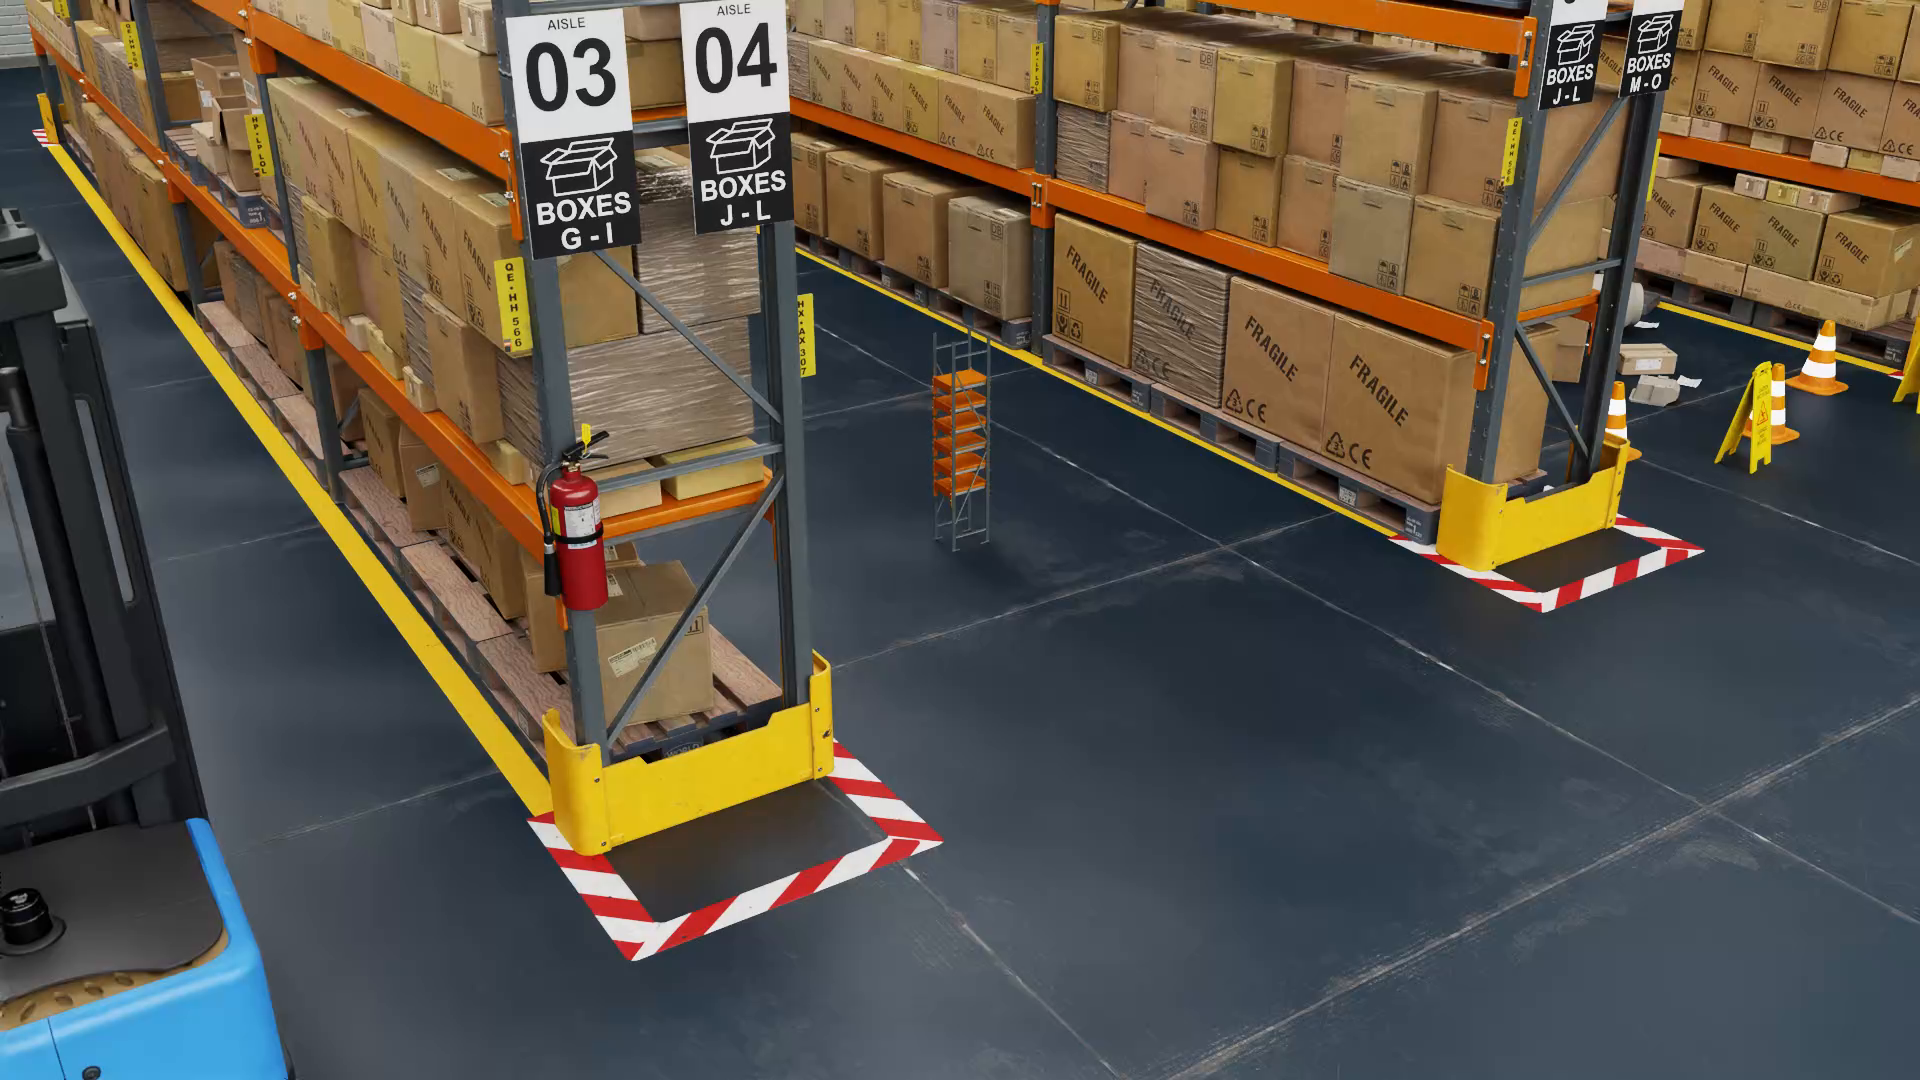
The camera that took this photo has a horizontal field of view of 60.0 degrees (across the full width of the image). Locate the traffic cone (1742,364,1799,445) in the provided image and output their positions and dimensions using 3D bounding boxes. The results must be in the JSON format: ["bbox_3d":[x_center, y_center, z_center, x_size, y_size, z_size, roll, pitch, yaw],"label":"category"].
[{"bbox_3d":[5.184,-0.898,10.610,0.336,0.463,0.334,-16,29,-30],"label":"traffic cone"}]

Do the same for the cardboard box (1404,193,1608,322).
[{"bbox_3d":[2.911,-1.572,8.891,0.875,0.550,0.550,-16,29,-30],"label":"cardboard box"}]

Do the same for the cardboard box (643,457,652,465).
[{"bbox_3d":[-1.135,-0.400,6.879,0.380,0.149,0.250,-16,29,-30],"label":"cardboard box"}]

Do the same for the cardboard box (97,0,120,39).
[{"bbox_3d":[-6.889,-4.579,14.144,0.797,0.503,0.637,-15,29,-29],"label":"cardboard box"}]

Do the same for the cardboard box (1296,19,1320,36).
[{"bbox_3d":[3.465,-4.961,16.048,0.380,0.149,0.250,-14,29,-27],"label":"cardboard box"}]

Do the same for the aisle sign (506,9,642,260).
[{"bbox_3d":[-1.276,-1.346,5.543,0.394,0.787,0.004,-16,29,-30],"label":"aisle sign"}]

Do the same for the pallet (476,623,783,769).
[{"bbox_3d":[-1.514,0.672,7.578,1.003,0.211,1.213,-16,29,-30],"label":"pallet"}]

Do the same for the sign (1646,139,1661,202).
[{"bbox_3d":[3.620,-1.937,8.732,0.100,0.325,0.005,-16,29,-30],"label":"sign"}]

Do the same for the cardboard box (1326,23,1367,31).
[{"bbox_3d":[3.781,-5.034,15.443,0.500,0.500,0.500,-17,30,-31],"label":"cardboard box"}]

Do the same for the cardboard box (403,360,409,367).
[{"bbox_3d":[-2.373,-0.820,7.769,0.380,0.149,0.250,-16,29,-30],"label":"cardboard box"}]

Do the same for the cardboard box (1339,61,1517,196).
[{"bbox_3d":[2.604,-2.255,9.073,0.875,0.550,0.550,-16,29,-30],"label":"cardboard box"}]

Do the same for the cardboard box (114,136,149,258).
[{"bbox_3d":[-6.266,-2.925,13.930,1.225,0.875,0.875,-15,29,-29],"label":"cardboard box"}]

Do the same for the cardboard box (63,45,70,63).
[{"bbox_3d":[-8.331,-4.658,15.897,0.380,0.149,0.250,-16,30,-30],"label":"cardboard box"}]

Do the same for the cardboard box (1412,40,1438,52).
[{"bbox_3d":[4.248,-4.381,14.819,0.380,0.149,0.250,-16,30,-30],"label":"cardboard box"}]

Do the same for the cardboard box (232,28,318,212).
[{"bbox_3d":[-3.559,-2.471,9.777,1.000,1.000,1.000,-15,29,-29],"label":"cardboard box"}]

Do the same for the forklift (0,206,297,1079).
[{"bbox_3d":[-3.077,0.327,5.124,1.130,2.935,3.031,-15,29,-29],"label":"forklift"}]

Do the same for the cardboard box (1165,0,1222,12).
[{"bbox_3d":[2.400,-5.706,17.413,0.500,0.250,0.500,-16,29,-30],"label":"cardboard box"}]

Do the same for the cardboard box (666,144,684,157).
[{"bbox_3d":[-2.630,-4.035,16.719,0.500,0.500,0.500,-15,29,-29],"label":"cardboard box"}]

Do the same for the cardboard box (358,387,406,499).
[{"bbox_3d":[-3.058,-0.600,9.444,0.500,0.500,0.500,-17,30,-31],"label":"cardboard box"}]

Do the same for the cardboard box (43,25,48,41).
[{"bbox_3d":[-9.172,-5.209,17.064,0.380,0.149,0.250,-16,30,-30],"label":"cardboard box"}]

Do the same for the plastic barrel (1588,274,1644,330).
[{"bbox_3d":[4.848,-1.793,12.552,0.512,0.421,0.421,3,25,6],"label":"plastic barrel"}]

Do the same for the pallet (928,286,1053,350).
[{"bbox_3d":[0.484,-1.811,12.838,1.003,0.211,1.213,-16,29,-30],"label":"pallet"}]

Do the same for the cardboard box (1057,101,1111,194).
[{"bbox_3d":[1.180,-2.752,11.390,0.875,0.550,0.550,-16,29,-30],"label":"cardboard box"}]

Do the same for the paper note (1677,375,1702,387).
[{"bbox_3d":[5.060,-1.104,11.552,0.142,0.019,0.148,18,31,33],"label":"paper note"}]

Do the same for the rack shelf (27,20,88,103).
[{"bbox_3d":[-8.702,-4.945,17.054,1.077,0.370,4.000,-16,29,-30],"label":"rack shelf"}]

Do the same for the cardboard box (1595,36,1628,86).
[{"bbox_3d":[5.361,-3.786,13.291,0.500,0.500,0.500,-16,29,-30],"label":"cardboard box"}]

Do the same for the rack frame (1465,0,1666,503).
[{"bbox_3d":[3.152,-1.382,8.665,1.000,3.000,0.127,-16,29,-30],"label":"rack frame"}]

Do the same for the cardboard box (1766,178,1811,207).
[{"bbox_3d":[6.197,-2.583,12.299,0.380,0.149,0.250,-15,29,-29],"label":"cardboard box"}]

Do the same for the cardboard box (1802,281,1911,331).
[{"bbox_3d":[6.564,-1.754,12.180,0.500,0.250,0.500,-16,29,-30],"label":"cardboard box"}]

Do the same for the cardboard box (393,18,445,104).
[{"bbox_3d":[-1.810,-1.842,6.301,0.500,0.250,0.500,-15,29,-29],"label":"cardboard box"}]

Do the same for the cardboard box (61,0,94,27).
[{"bbox_3d":[-8.085,-5.063,15.409,0.500,0.500,0.500,-15,29,-28],"label":"cardboard box"}]

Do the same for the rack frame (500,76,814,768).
[{"bbox_3d":[-1.059,-0.263,6.293,1.000,3.000,0.127,-16,29,-30],"label":"rack frame"}]

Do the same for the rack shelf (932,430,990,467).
[{"bbox_3d":[0.008,-0.497,9.002,0.258,0.103,0.180,-16,29,-30],"label":"rack shelf"}]

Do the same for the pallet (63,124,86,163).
[{"bbox_3d":[-9.291,-4.457,18.443,1.003,0.211,1.213,-16,29,-30],"label":"pallet"}]

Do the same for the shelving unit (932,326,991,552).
[{"bbox_3d":[0.008,-0.537,8.983,0.258,1.200,0.189,-16,29,-30],"label":"shelving unit"}]

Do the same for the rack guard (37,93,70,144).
[{"bbox_3d":[-9.806,-4.864,18.967,1.175,0.500,0.348,-16,29,-30],"label":"rack guard"}]

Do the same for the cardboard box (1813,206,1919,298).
[{"bbox_3d":[6.588,-2.083,12.000,0.500,0.500,0.500,-15,29,-29],"label":"cardboard box"}]

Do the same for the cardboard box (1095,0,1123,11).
[{"bbox_3d":[1.830,-5.849,18.302,0.500,0.250,0.500,-16,30,-30],"label":"cardboard box"}]

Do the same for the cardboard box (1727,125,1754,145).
[{"bbox_3d":[6.043,-3.094,12.584,0.380,0.149,0.250,-16,29,-30],"label":"cardboard box"}]

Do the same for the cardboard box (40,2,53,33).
[{"bbox_3d":[-8.908,-5.267,16.721,0.500,0.250,0.500,-16,30,-31],"label":"cardboard box"}]

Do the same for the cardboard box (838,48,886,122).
[{"bbox_3d":[-0.642,-3.704,13.465,0.500,0.500,0.500,-16,29,-30],"label":"cardboard box"}]

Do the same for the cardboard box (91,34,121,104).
[{"bbox_3d":[-7.020,-4.018,14.131,0.500,0.500,0.500,-16,30,-31],"label":"cardboard box"}]

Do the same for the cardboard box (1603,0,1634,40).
[{"bbox_3d":[5.380,-4.239,13.079,0.700,0.500,0.500,-15,29,-29],"label":"cardboard box"}]

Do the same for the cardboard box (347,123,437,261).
[{"bbox_3d":[-2.381,-1.571,7.428,0.500,0.500,0.500,-16,29,-30],"label":"cardboard box"}]

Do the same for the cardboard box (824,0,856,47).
[{"bbox_3d":[-0.701,-4.398,13.764,0.700,0.500,0.500,-16,30,-30],"label":"cardboard box"}]

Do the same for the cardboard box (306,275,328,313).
[{"bbox_3d":[-3.252,-1.340,8.870,0.380,0.149,0.250,-16,29,-30],"label":"cardboard box"}]

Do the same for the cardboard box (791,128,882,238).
[{"bbox_3d":[-0.958,-3.178,14.611,1.050,0.750,0.750,-16,30,-30],"label":"cardboard box"}]

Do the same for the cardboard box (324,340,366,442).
[{"bbox_3d":[-3.560,-0.987,10.239,0.700,0.500,0.500,-18,31,-33],"label":"cardboard box"}]

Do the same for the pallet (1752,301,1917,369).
[{"bbox_3d":[6.789,-1.637,12.471,1.003,0.211,1.213,-16,29,-30],"label":"pallet"}]

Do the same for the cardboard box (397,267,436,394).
[{"bbox_3d":[-1.946,-0.985,7.358,0.875,0.500,0.500,-16,29,-30],"label":"cardboard box"}]
